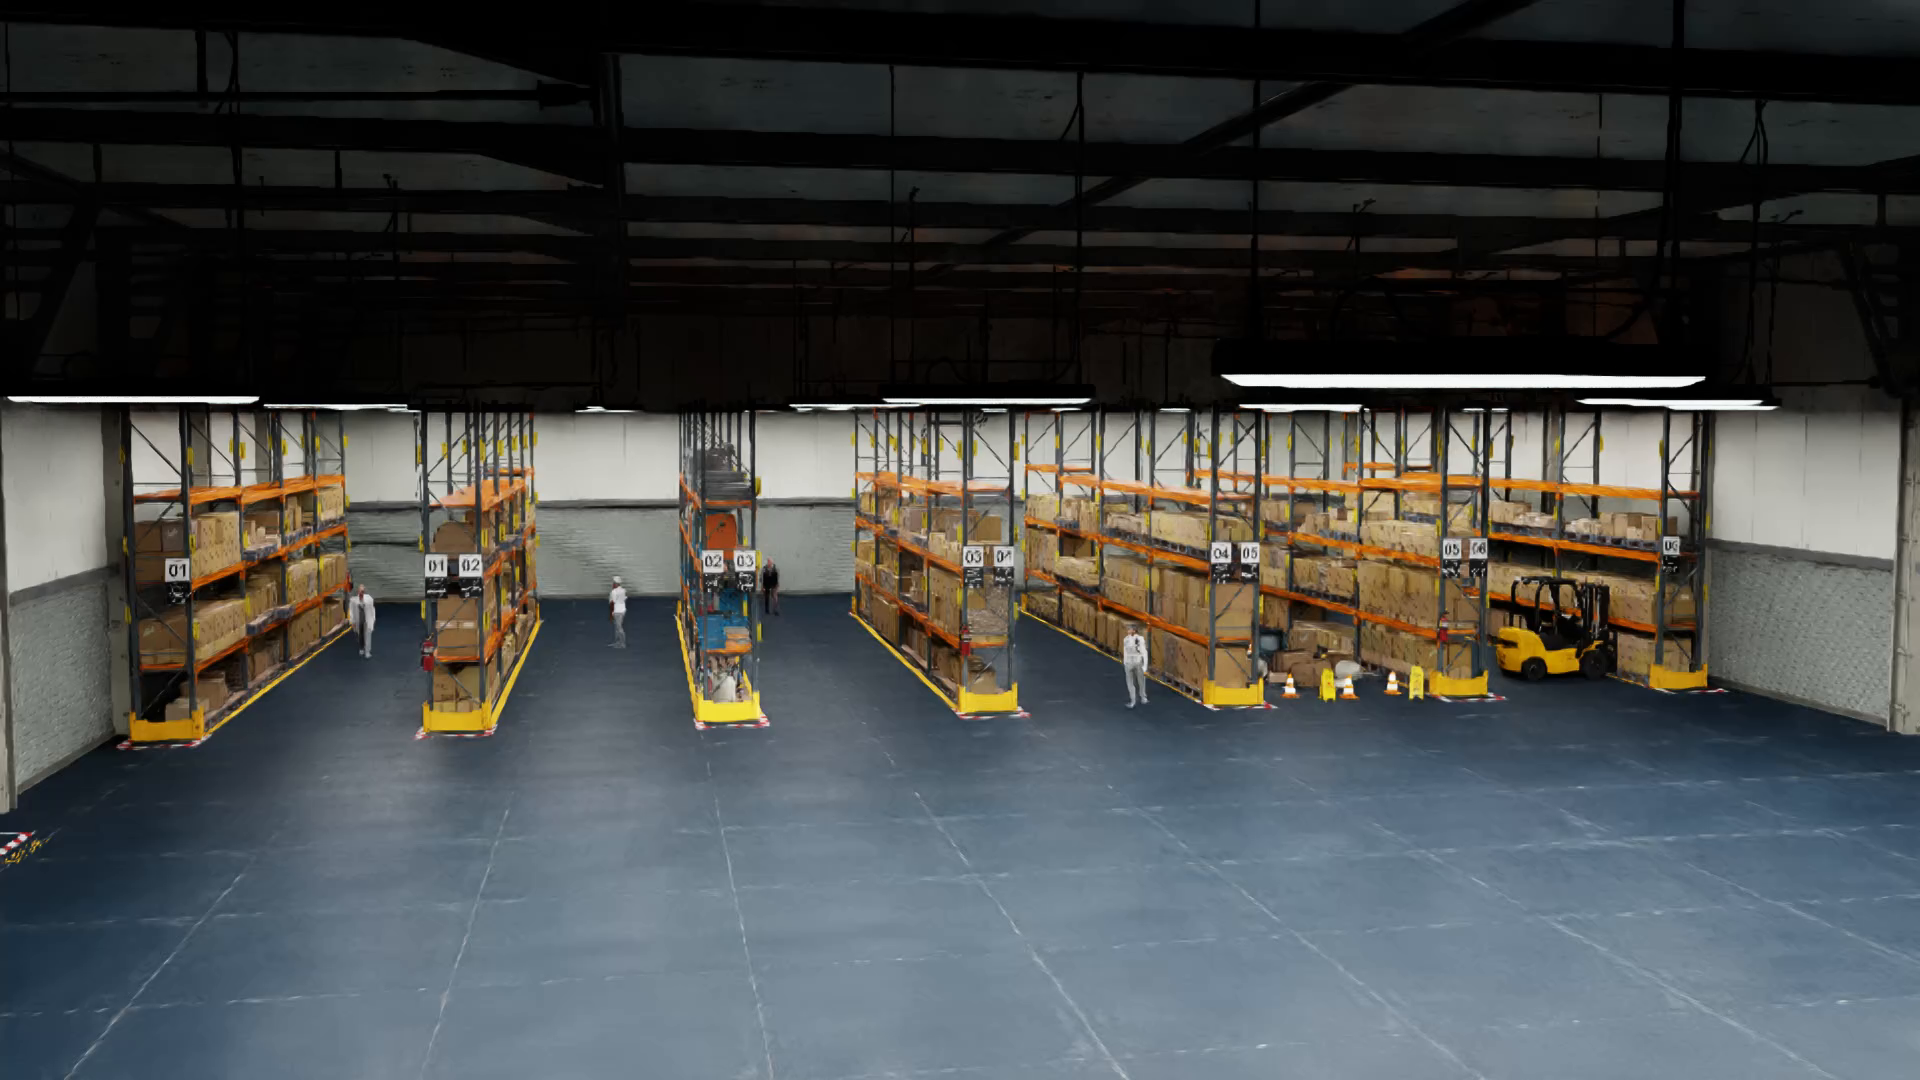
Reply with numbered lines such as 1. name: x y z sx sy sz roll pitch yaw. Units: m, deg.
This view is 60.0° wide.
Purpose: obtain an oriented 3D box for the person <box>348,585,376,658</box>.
1. person: -14.077 1.926 39.151 0.601 1.635 1.187 -1 4 -13

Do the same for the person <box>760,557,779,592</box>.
1. person: -5.444 0.988 47.539 0.544 1.024 0.404 -1 4 -9

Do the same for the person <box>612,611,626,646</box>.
1. person: -8.313 2.109 40.589 0.423 0.951 0.403 1 4 13

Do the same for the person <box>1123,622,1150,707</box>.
1. person: 3.472 2.427 32.769 0.514 1.664 0.545 2 5 26
